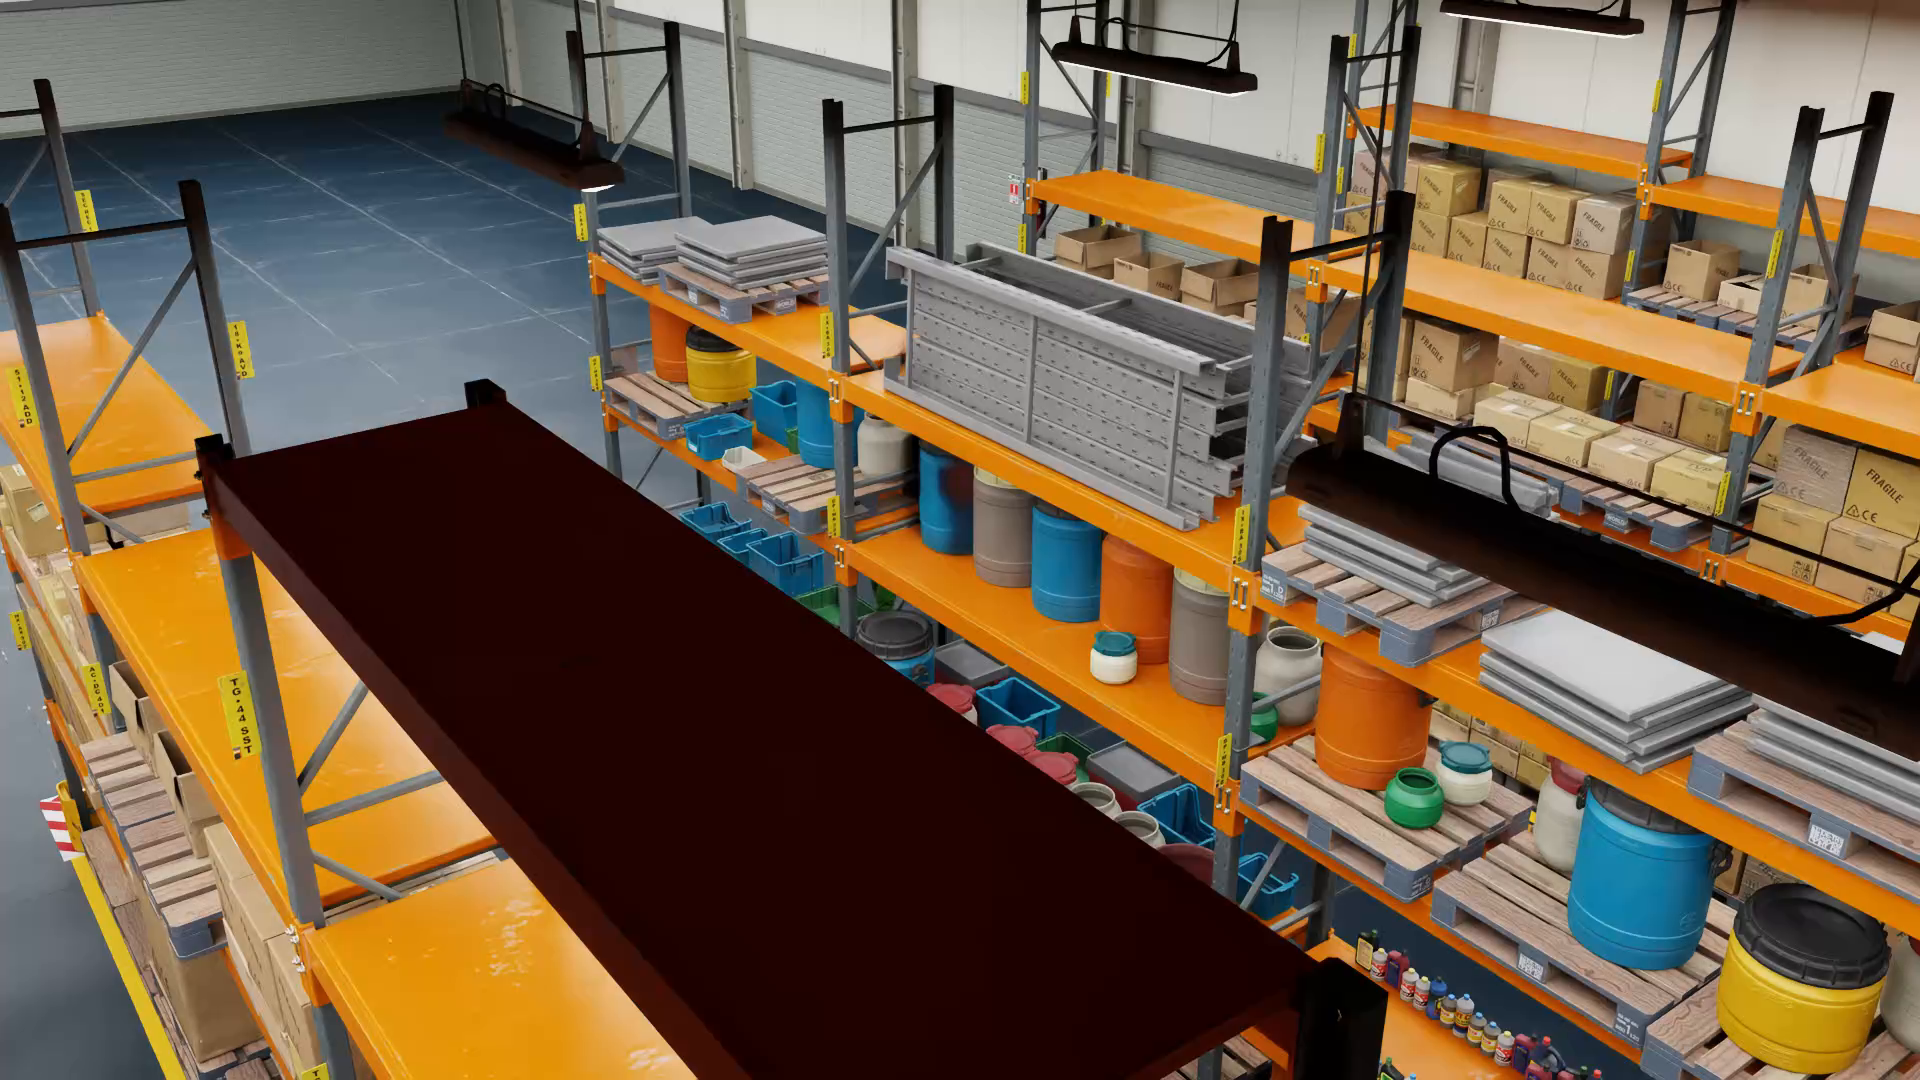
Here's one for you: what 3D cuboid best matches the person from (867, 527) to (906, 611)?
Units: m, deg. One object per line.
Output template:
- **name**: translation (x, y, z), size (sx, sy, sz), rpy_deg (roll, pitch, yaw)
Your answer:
- **person**: translation (-0.761, 0.249, 16.354), size (0.361, 1.822, 0.612), rpy_deg (-15, 29, -28)
